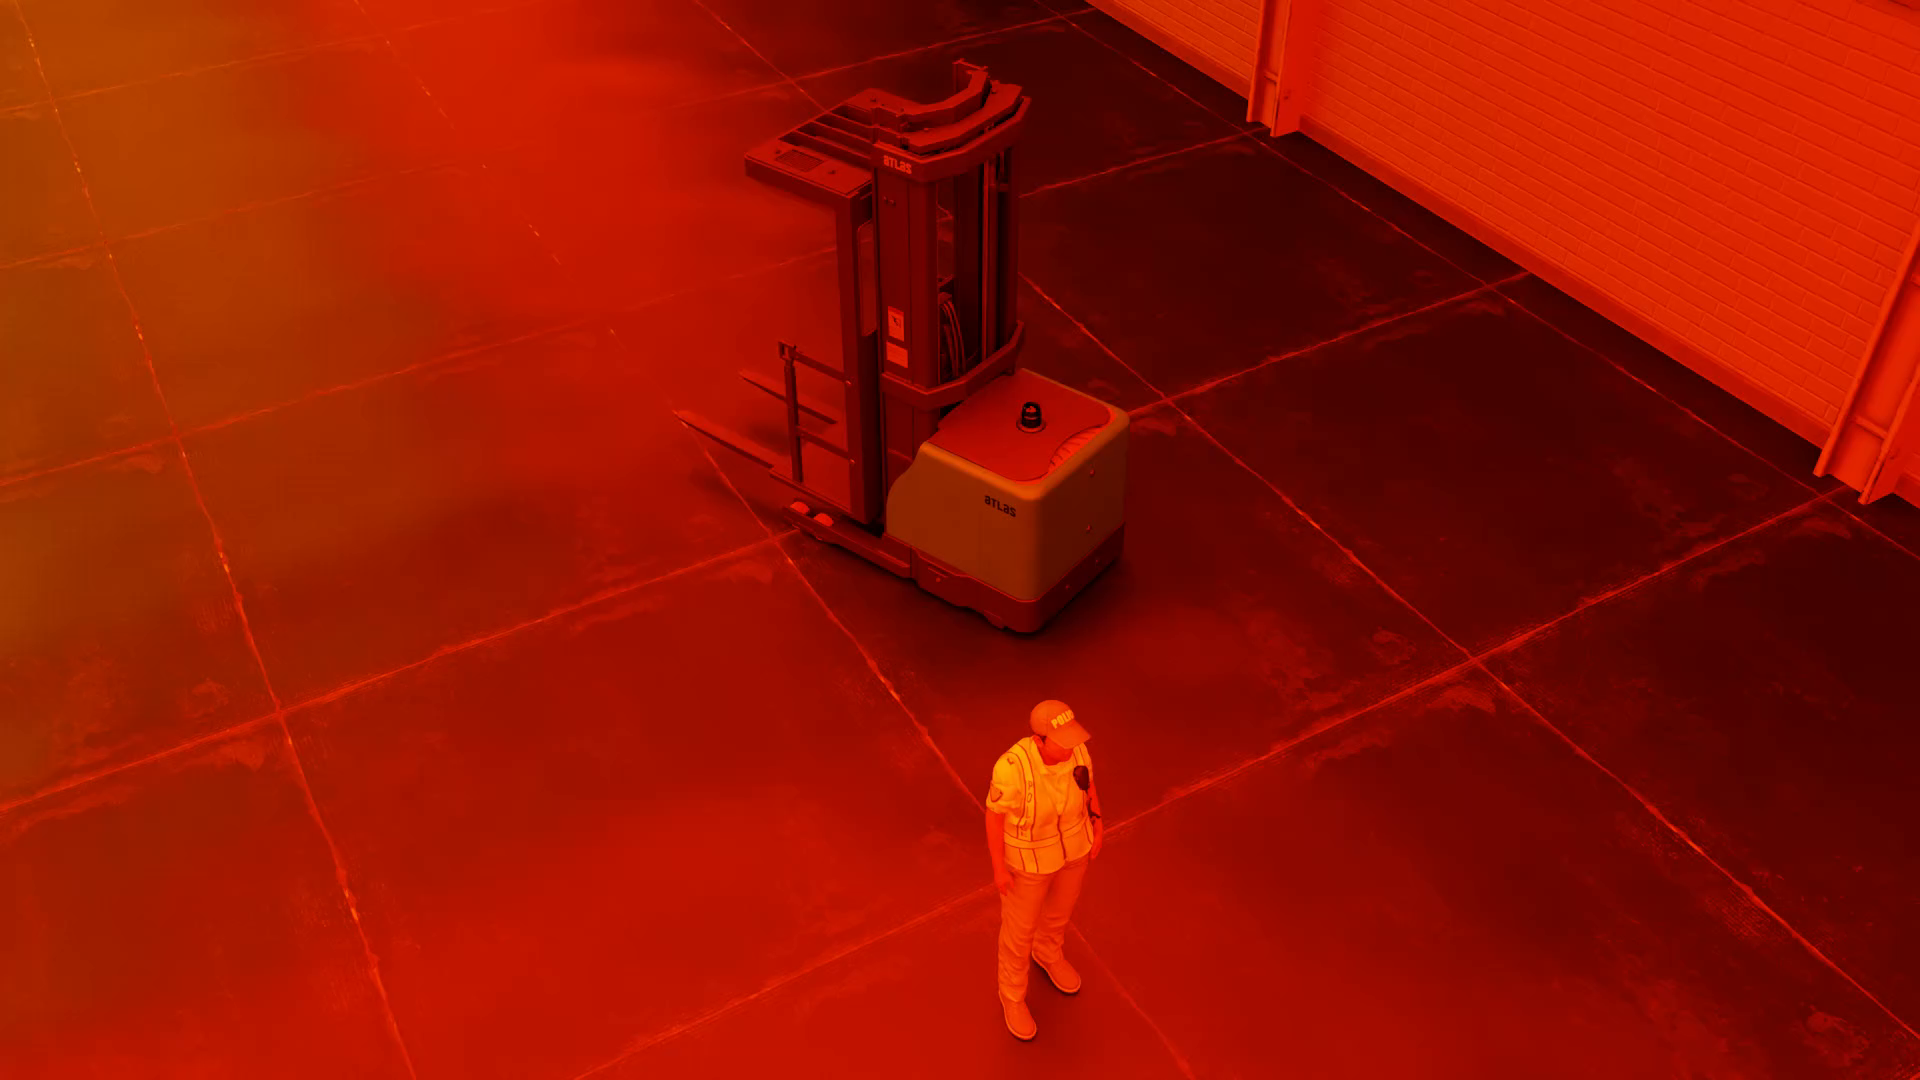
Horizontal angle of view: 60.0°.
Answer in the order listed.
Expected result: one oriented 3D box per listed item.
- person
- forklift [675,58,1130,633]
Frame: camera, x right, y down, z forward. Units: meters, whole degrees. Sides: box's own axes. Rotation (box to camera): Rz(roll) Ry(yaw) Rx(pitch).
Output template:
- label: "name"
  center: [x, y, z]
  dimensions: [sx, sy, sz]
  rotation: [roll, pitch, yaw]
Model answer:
- label: "person"
  center: [0.397, 1.414, 7.310]
  dimensions: [0.598, 1.670, 0.529]
  rotation: [-20, 44, -23]
- label: "forklift"
  center: [-0.481, -1.366, 9.683]
  dimensions: [3.031, 2.935, 1.130]
  rotation: [26, 46, 28]
